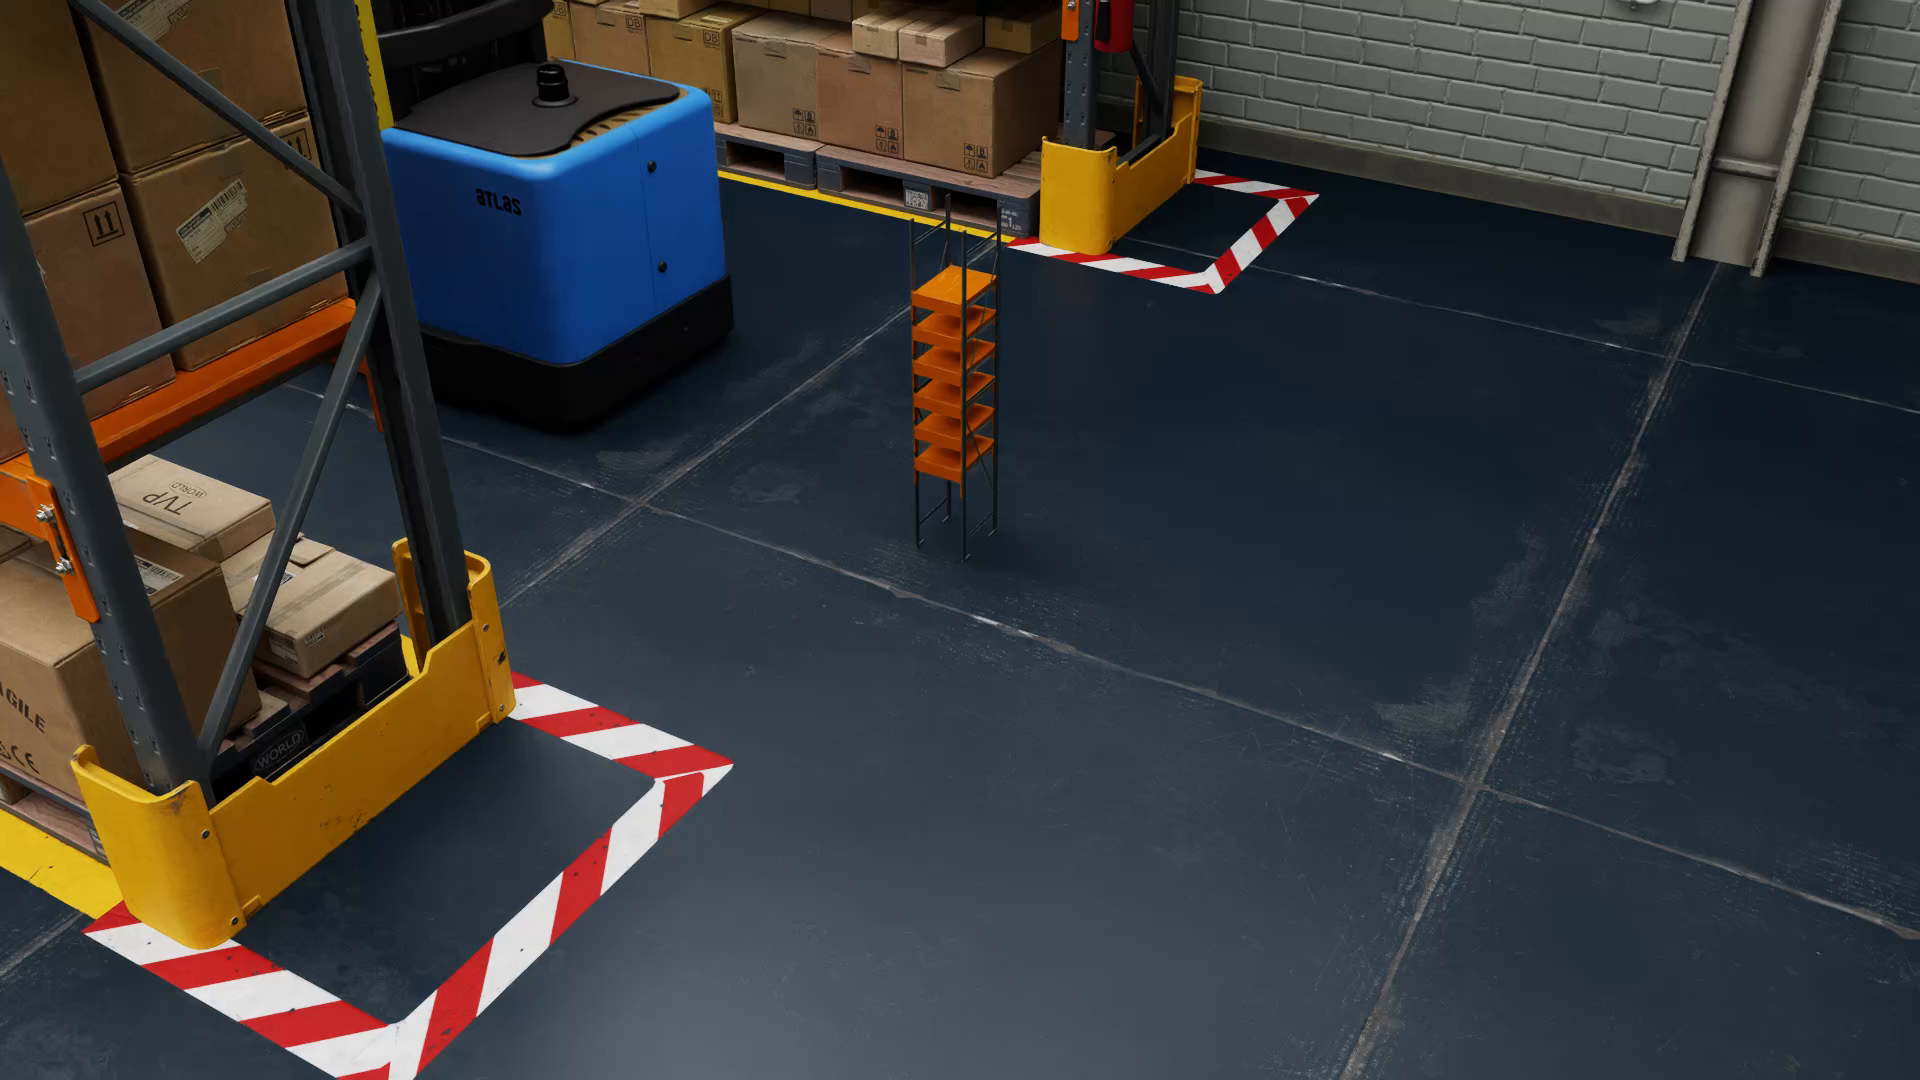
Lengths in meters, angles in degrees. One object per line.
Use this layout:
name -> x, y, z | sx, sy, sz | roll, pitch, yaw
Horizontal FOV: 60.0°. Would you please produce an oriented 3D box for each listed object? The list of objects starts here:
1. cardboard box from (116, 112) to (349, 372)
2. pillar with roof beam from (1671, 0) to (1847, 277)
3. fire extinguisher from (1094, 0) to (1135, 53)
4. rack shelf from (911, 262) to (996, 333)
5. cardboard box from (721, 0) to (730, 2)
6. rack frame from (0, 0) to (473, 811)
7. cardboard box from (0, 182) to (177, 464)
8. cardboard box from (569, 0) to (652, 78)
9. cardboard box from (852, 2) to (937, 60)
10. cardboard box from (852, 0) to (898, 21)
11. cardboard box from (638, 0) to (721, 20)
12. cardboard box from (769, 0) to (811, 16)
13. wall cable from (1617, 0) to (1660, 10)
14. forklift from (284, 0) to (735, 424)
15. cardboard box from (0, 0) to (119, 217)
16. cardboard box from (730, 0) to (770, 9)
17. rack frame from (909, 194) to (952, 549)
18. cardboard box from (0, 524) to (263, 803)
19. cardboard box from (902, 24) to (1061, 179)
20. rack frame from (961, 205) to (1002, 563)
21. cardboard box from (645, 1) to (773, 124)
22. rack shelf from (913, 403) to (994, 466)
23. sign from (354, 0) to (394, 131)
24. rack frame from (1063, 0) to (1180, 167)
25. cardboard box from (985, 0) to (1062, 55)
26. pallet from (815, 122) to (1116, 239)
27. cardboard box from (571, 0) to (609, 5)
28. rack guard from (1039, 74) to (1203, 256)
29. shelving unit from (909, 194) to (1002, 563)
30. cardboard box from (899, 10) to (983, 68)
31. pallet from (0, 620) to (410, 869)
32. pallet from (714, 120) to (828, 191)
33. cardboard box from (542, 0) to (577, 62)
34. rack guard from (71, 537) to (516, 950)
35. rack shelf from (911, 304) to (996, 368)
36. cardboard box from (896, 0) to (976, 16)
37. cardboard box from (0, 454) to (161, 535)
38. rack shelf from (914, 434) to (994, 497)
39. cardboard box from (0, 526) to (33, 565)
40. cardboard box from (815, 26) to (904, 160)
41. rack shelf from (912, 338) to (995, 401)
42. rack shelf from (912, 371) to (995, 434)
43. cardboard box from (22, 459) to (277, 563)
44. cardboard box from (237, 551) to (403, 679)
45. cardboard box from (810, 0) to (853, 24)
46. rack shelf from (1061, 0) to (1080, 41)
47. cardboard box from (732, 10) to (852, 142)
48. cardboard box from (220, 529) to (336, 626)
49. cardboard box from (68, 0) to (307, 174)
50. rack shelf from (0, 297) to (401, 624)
cardboard box -> -1.940, -0.799, 4.153 | 0.500, 0.500, 0.500 | 18, 38, 25
pillar with roof beam -> 1.407, -2.992, 2.125 | 0.400, 9.000, 9.100 | 18, 37, 24
fire extinguisher -> 0.671, -2.442, 7.117 | 0.183, 0.674, 0.296 | 18, 37, 24
rack shelf -> -0.013, -0.766, 5.248 | 0.180, 0.103, 0.258 | 18, 37, 24
cardboard box -> -1.226, -2.992, 8.828 | 0.250, 0.149, 0.380 | 18, 38, 25
rack frame -> -1.685, -0.508, 3.807 | 0.127, 3.000, 1.000 | 18, 37, 24
cardboard box -> -2.209, -0.542, 3.768 | 0.500, 0.500, 0.500 | 19, 38, 26
cardboard box -> -1.671, -2.733, 9.024 | 0.500, 0.500, 0.700 | 17, 37, 24
cardboard box -> -0.312, -2.459, 8.028 | 0.250, 0.149, 0.380 | 19, 38, 26
cardboard box -> -0.337, -2.712, 8.407 | 0.250, 0.149, 0.380 | 18, 38, 25
cardboard box -> -1.445, -2.817, 8.565 | 0.250, 0.149, 0.380 | 16, 37, 23
cardboard box -> -0.782, -2.852, 8.617 | 0.250, 0.149, 0.380 | 18, 38, 25
wall cable -> 2.350, -3.419, 7.262 | 1.851, 1.984, 0.084 | 18, 37, 24
forklift -> -2.476, -2.261, 6.500 | 3.031, 2.935, 1.130 | 18, 38, 25
cardboard box -> -2.208, -0.956, 3.487 | 0.500, 0.500, 0.500 | 17, 37, 24
cardboard box -> -1.001, -2.921, 8.722 | 0.250, 0.149, 0.380 | 17, 37, 24
rack frame -> -0.092, -0.529, 5.461 | 0.006, 1.200, 0.240 | 18, 37, 24
cardboard box -> -2.280, 0.318, 4.425 | 0.500, 0.500, 0.500 | 18, 37, 24
cardboard box -> 0.112, -2.172, 8.182 | 0.500, 0.500, 0.700 | 18, 37, 24
rack frame -> 0.067, -0.478, 5.386 | 0.006, 1.200, 0.240 | 18, 37, 24
cardboard box -> -1.226, -2.591, 8.810 | 0.500, 0.500, 0.700 | 18, 38, 25
rack shelf -> -0.013, -0.367, 5.515 | 0.180, 0.103, 0.258 | 18, 37, 24
sign -> -1.416, -1.130, 3.959 | 0.005, 0.325, 0.100 | 18, 37, 24
rack frame -> 0.769, -2.893, 7.388 | 0.127, 3.000, 1.000 | 18, 37, 24
cardboard box -> 0.320, -2.504, 8.095 | 0.250, 0.149, 0.380 | 18, 38, 25
pallet -> 0.036, -1.915, 8.435 | 1.213, 0.211, 1.003 | 18, 37, 24
cardboard box -> -1.898, -2.961, 8.781 | 0.250, 0.149, 0.380 | 19, 38, 26
rack guard -> 0.790, -1.846, 8.071 | 0.348, 0.500, 1.175 | 18, 37, 24
shelving unit -> -0.013, -0.503, 5.423 | 0.189, 1.200, 0.258 | 18, 37, 24
cardboard box -> -0.090, -2.390, 7.923 | 0.250, 0.149, 0.380 | 17, 37, 24
pallet -> -2.444, 0.413, 4.940 | 1.213, 0.211, 1.003 | 18, 37, 24
pallet -> -1.019, -2.251, 8.940 | 1.213, 0.211, 1.003 | 18, 37, 24
cardboard box -> -2.105, -2.873, 9.234 | 0.500, 0.500, 0.700 | 18, 38, 25
rack guard -> -1.751, 0.511, 4.531 | 0.348, 0.500, 1.175 | 18, 37, 24
rack shelf -> -0.013, -0.666, 5.315 | 0.180, 0.103, 0.258 | 18, 37, 24
cardboard box -> -0.120, -2.643, 8.303 | 0.250, 0.149, 0.380 | 18, 38, 25
cardboard box -> -2.885, -0.108, 5.290 | 0.500, 0.250, 0.500 | 18, 37, 24
rack shelf -> -0.013, -0.267, 5.581 | 0.180, 0.103, 0.258 | 18, 37, 24
cardboard box -> -3.089, 0.146, 4.908 | 0.500, 0.250, 0.500 | 18, 37, 24
cardboard box -> -0.322, -2.309, 8.388 | 0.500, 0.500, 0.700 | 17, 37, 24
rack shelf -> -0.013, -0.566, 5.382 | 0.180, 0.103, 0.258 | 18, 37, 24
rack shelf -> -0.013, -0.466, 5.448 | 0.180, 0.103, 0.258 | 18, 37, 24
cardboard box -> -2.451, 0.029, 5.083 | 0.500, 0.250, 0.500 | 18, 37, 24
cardboard box -> -1.878, 0.215, 4.897 | 0.250, 0.149, 0.380 | 18, 37, 24
cardboard box -> -0.559, -2.781, 8.512 | 0.250, 0.149, 0.380 | 18, 38, 25
rack shelf -> -0.967, -3.144, 8.414 | 4.000, 0.370, 1.077 | 18, 37, 24
cardboard box -> -0.759, -2.447, 8.595 | 0.500, 0.500, 0.700 | 16, 37, 23
cardboard box -> -2.095, 0.139, 4.995 | 0.250, 0.166, 0.380 | 18, 37, 24
cardboard box -> -1.940, -1.215, 3.876 | 0.500, 0.500, 0.500 | 19, 38, 26
rack shelf -> -3.422, -0.759, 4.832 | 4.000, 0.370, 1.077 | 18, 37, 24
